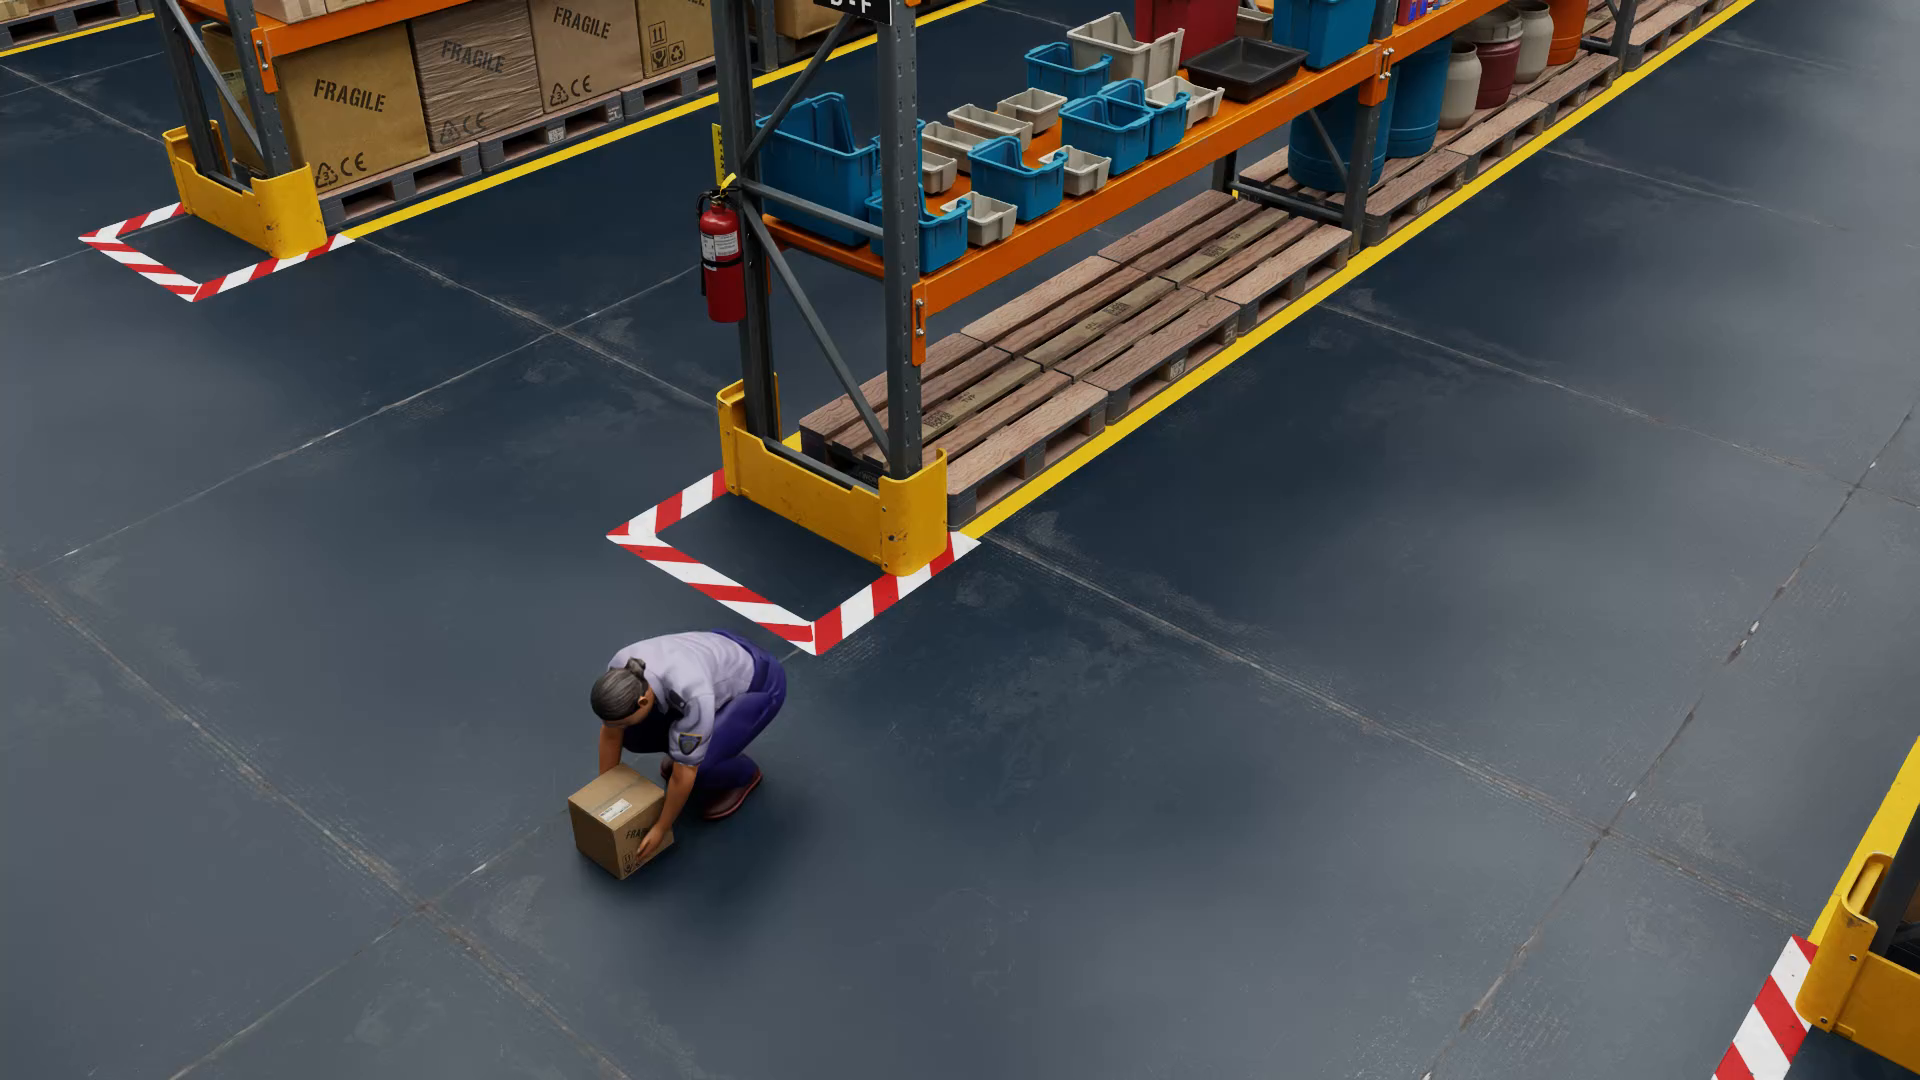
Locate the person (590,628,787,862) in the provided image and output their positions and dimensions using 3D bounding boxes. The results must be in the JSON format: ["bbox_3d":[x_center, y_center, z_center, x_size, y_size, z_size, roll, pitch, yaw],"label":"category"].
[{"bbox_3d":[-0.995,0.623,6.002,0.520,0.822,0.823,26,43,32],"label":"person"}]
